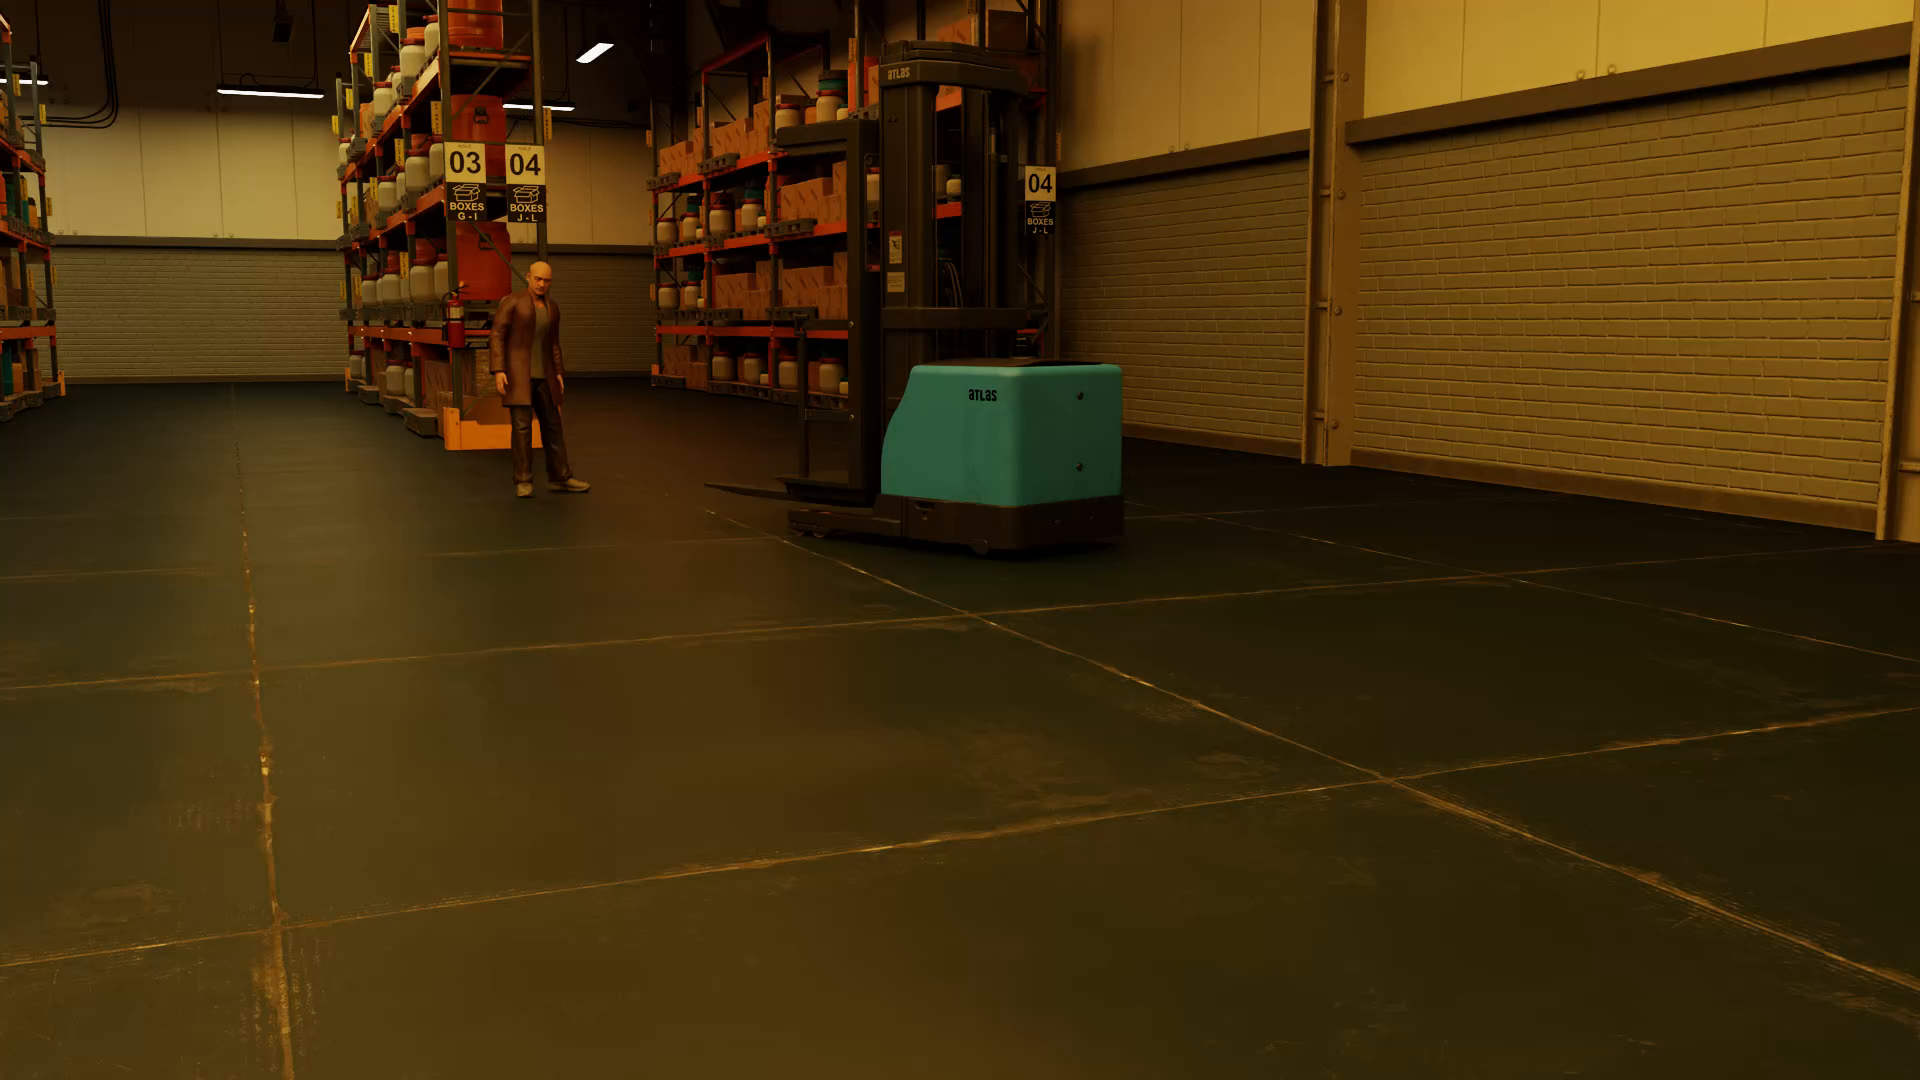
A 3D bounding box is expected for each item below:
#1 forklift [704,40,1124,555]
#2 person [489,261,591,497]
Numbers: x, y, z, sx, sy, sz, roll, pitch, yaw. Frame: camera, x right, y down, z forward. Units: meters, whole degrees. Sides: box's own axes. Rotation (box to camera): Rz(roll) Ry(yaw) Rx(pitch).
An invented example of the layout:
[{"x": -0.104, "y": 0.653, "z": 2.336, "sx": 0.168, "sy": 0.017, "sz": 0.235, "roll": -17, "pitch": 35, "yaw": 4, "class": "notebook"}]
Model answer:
[{"x": -0.436, "y": -1.509, "z": 10.383, "sx": 3.031, "sy": 2.935, "sz": 1.130, "roll": 7, "pitch": 10, "yaw": 44, "class": "forklift"}, {"x": -3.256, "y": -1.238, "z": 12.762, "sx": 0.454, "sy": 1.772, "sz": 0.740, "roll": 6, "pitch": 10, "yaw": 40, "class": "person"}]
